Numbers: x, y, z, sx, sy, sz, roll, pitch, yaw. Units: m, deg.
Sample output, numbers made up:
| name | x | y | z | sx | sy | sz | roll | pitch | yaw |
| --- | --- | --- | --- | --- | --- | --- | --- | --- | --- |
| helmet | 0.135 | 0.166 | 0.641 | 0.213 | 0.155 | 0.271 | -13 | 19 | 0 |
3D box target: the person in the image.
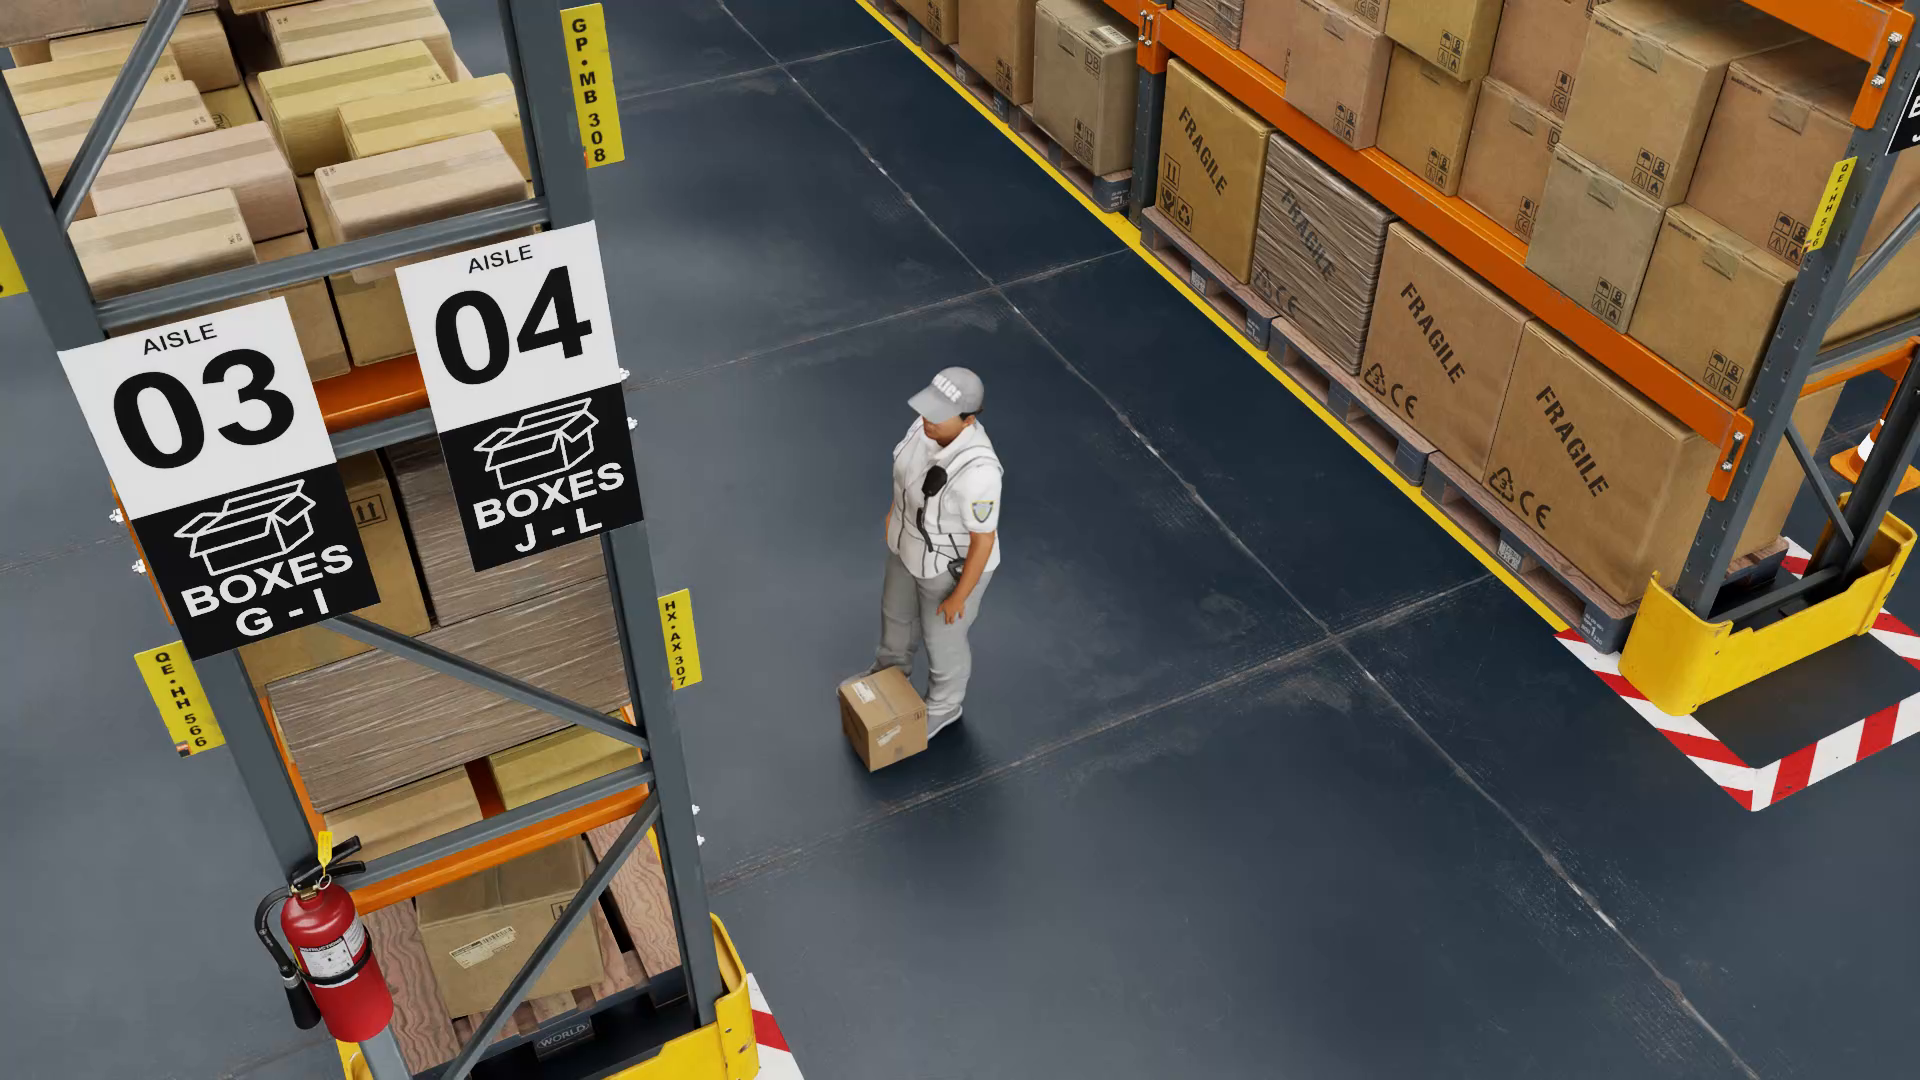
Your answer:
| name | x | y | z | sx | sy | sz | roll | pitch | yaw |
| --- | --- | --- | --- | --- | --- | --- | --- | --- | --- |
| person | -0.150 | 0.071 | 6.061 | 0.529 | 1.669 | 0.595 | -19 | 45 | -20 |
